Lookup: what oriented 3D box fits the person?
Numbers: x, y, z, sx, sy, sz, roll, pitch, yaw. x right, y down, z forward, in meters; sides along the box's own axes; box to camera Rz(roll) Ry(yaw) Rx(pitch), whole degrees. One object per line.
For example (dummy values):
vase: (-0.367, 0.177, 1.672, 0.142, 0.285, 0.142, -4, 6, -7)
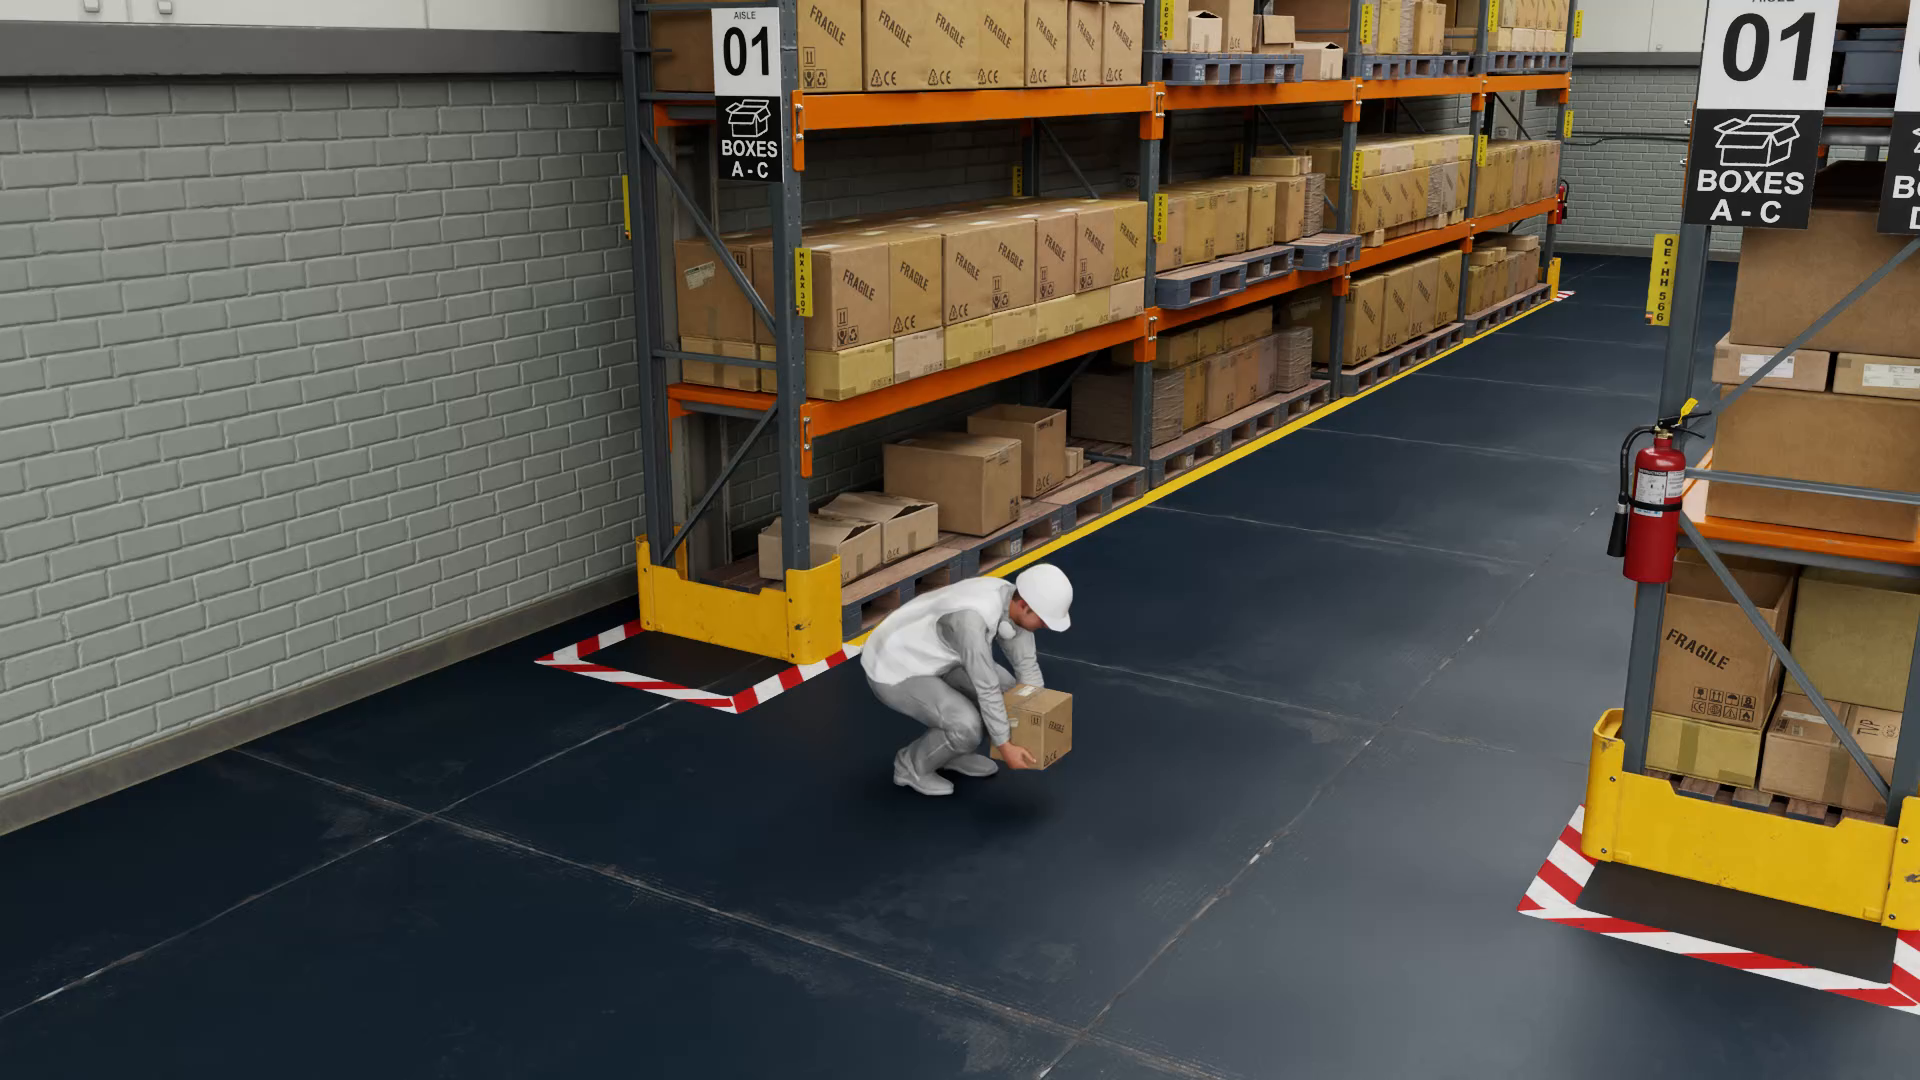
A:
person: (0.035, 0.552, 6.955, 0.894, 1.017, 0.515, 9, 18, 29)
